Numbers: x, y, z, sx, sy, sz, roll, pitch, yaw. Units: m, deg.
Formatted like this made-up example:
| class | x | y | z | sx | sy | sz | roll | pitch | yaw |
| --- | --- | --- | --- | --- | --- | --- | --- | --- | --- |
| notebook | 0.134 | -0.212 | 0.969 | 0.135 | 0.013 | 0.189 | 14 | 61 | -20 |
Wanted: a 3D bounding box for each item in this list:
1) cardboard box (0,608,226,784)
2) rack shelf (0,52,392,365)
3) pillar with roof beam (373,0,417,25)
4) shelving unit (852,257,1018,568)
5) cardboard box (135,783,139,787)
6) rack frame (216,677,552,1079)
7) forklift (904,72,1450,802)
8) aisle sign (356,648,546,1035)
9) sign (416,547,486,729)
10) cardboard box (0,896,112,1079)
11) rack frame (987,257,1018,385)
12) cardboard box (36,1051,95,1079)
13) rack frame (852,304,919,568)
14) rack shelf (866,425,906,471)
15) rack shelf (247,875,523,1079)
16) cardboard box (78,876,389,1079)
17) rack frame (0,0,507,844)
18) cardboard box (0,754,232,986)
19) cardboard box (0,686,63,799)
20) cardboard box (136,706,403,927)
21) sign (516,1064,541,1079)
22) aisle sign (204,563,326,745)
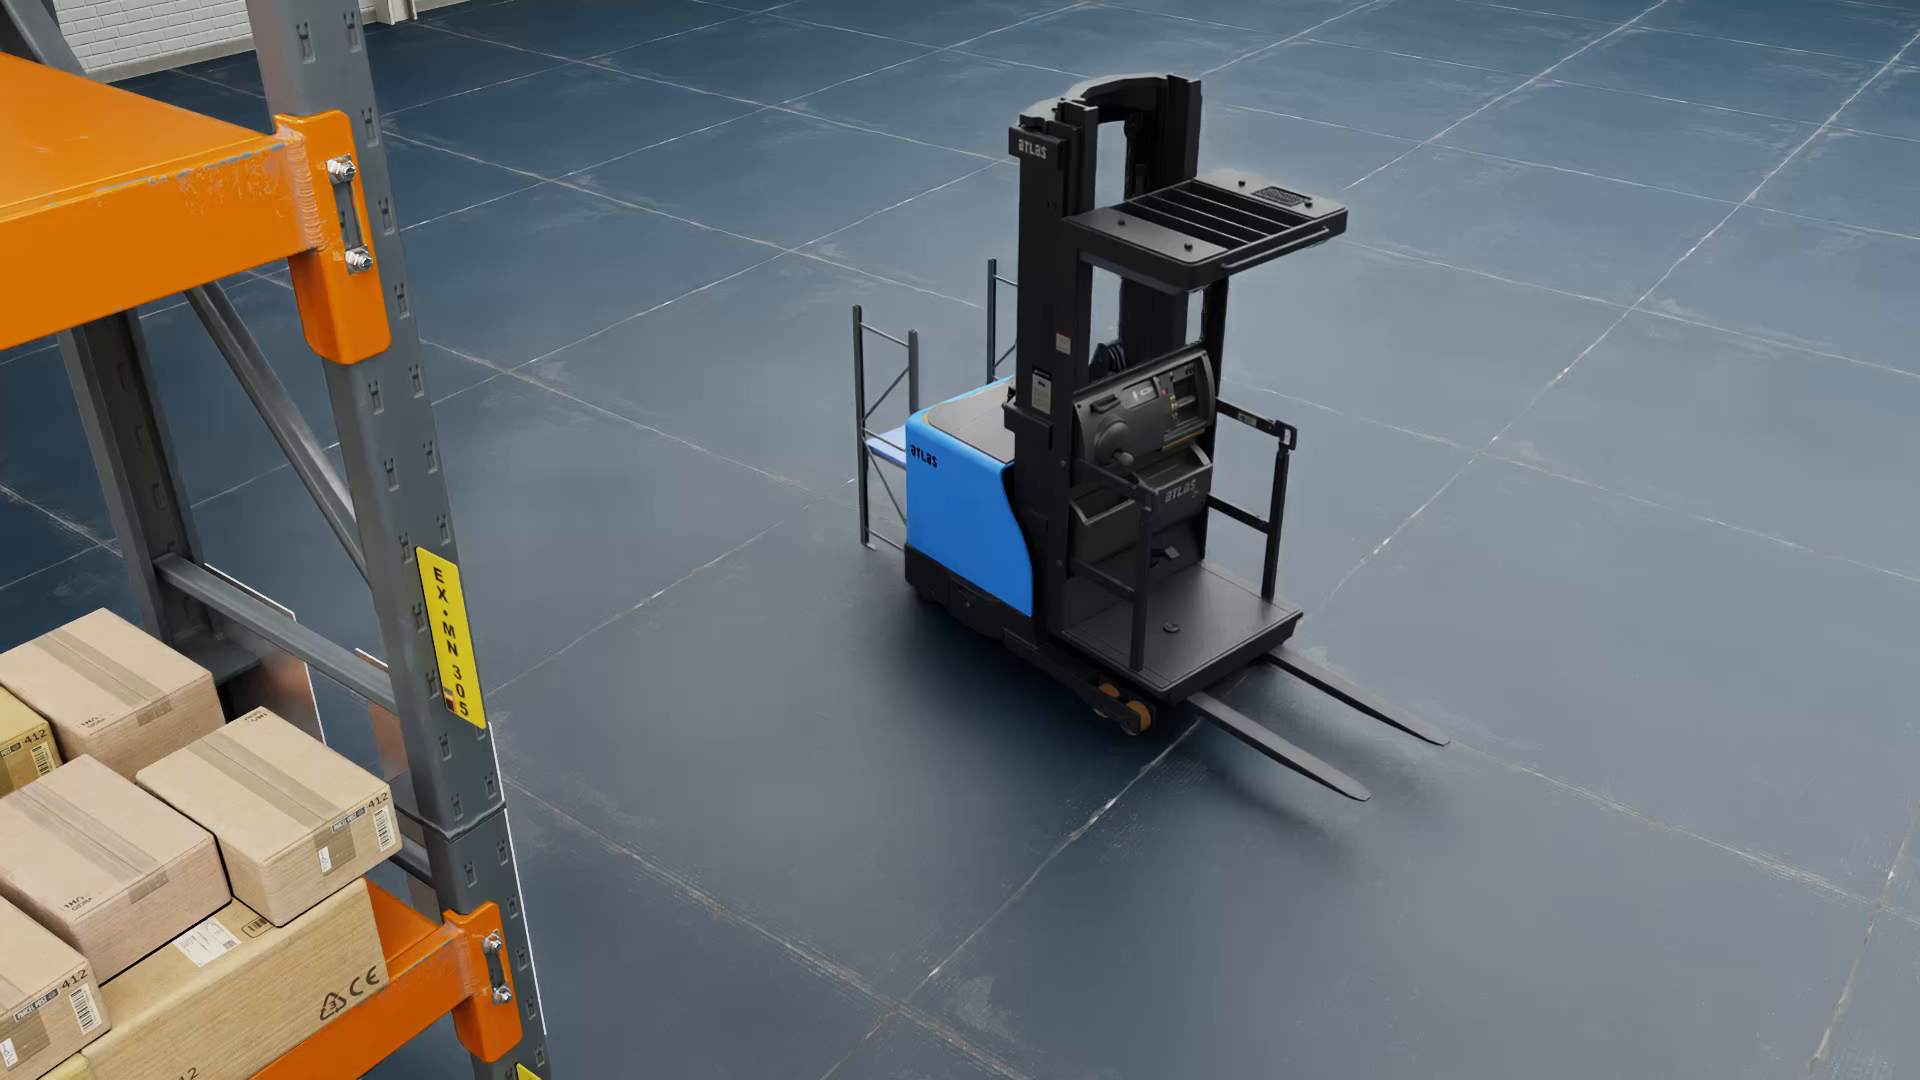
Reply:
| class | x | y | z | sx | sy | sz | roll | pitch | yaw |
| --- | --- | --- | --- | --- | --- | --- | --- | --- | --- |
| cardboard box | -1.629 | 0.302 | 3.169 | 0.380 | 0.149 | 0.250 | 21 | 36 | 31 |
| rack shelf | -2.485 | 0.202 | 1.349 | 1.077 | 0.370 | 4.000 | 21 | 37 | 31 |
| pillar with roof beam | -3.601 | -9.045 | 16.243 | 9.100 | 9.000 | 0.400 | 21 | 37 | 31 |
| shelving unit | -0.030 | -0.717 | 9.547 | 1.048 | 1.500 | 0.538 | -25 | 39 | -36 |
| cardboard box | -1.775 | 0.549 | 3.143 | 0.500 | 0.250 | 0.500 | 22 | 37 | 33 |
| rack frame | -1.278 | 1.659 | 4.066 | 1.000 | 3.000 | 0.127 | 21 | 37 | 31 |
| forklift | 1.045 | -0.595 | 7.936 | 1.130 | 2.935 | 3.031 | -24 | 38 | -35 |
| aisle sign | -1.001 | 0.608 | 3.289 | 0.394 | 0.787 | 0.004 | 21 | 37 | 31 |
| sign | -0.848 | 0.167 | 2.773 | 0.100 | 0.325 | 0.005 | 21 | 37 | 31 |
| cardboard box | -1.525 | 0.685 | 2.523 | 0.380 | 0.149 | 0.250 | 19 | 36 | 29 |
| rack frame | 0.342 | -0.894 | 9.844 | 0.032 | 1.500 | 0.500 | -25 | 39 | -36 |
| cardboard box | -1.666 | 0.911 | 2.532 | 0.500 | 0.250 | 0.500 | 21 | 37 | 32 |
| rack frame | -0.402 | -0.541 | 9.249 | 0.032 | 1.500 | 0.500 | -25 | 39 | -36 |
| rack shelf | -0.030 | -0.563 | 9.638 | 1.000 | 0.185 | 0.538 | -25 | 39 | -36 |
| rack shelf | -2.485 | 1.491 | 2.112 | 1.077 | 0.370 | 4.000 | 21 | 37 | 31 |
| cardboard box | -1.367 | 0.707 | 2.876 | 0.500 | 0.250 | 0.500 | 22 | 37 | 32 |
| rack frame | -1.278 | -0.922 | 2.536 | 1.000 | 3.000 | 0.127 | 21 | 37 | 31 |
| cardboard box | -1.448 | 0.540 | 2.767 | 0.380 | 0.149 | 0.250 | 20 | 36 | 30 |
| cardboard box | -1.862 | 0.378 | 3.041 | 0.380 | 0.149 | 0.250 | 22 | 37 | 32 |
| cardboard box | -1.197 | 0.471 | 2.885 | 0.380 | 0.149 | 0.250 | 21 | 37 | 31 |
| sign | -0.848 | 1.204 | 3.388 | 0.100 | 0.325 | 0.005 | 21 | 37 | 31 |
| aisle sign | -1.480 | 0.423 | 3.601 | 0.394 | 0.787 | 0.004 | 21 | 37 | 31 |
